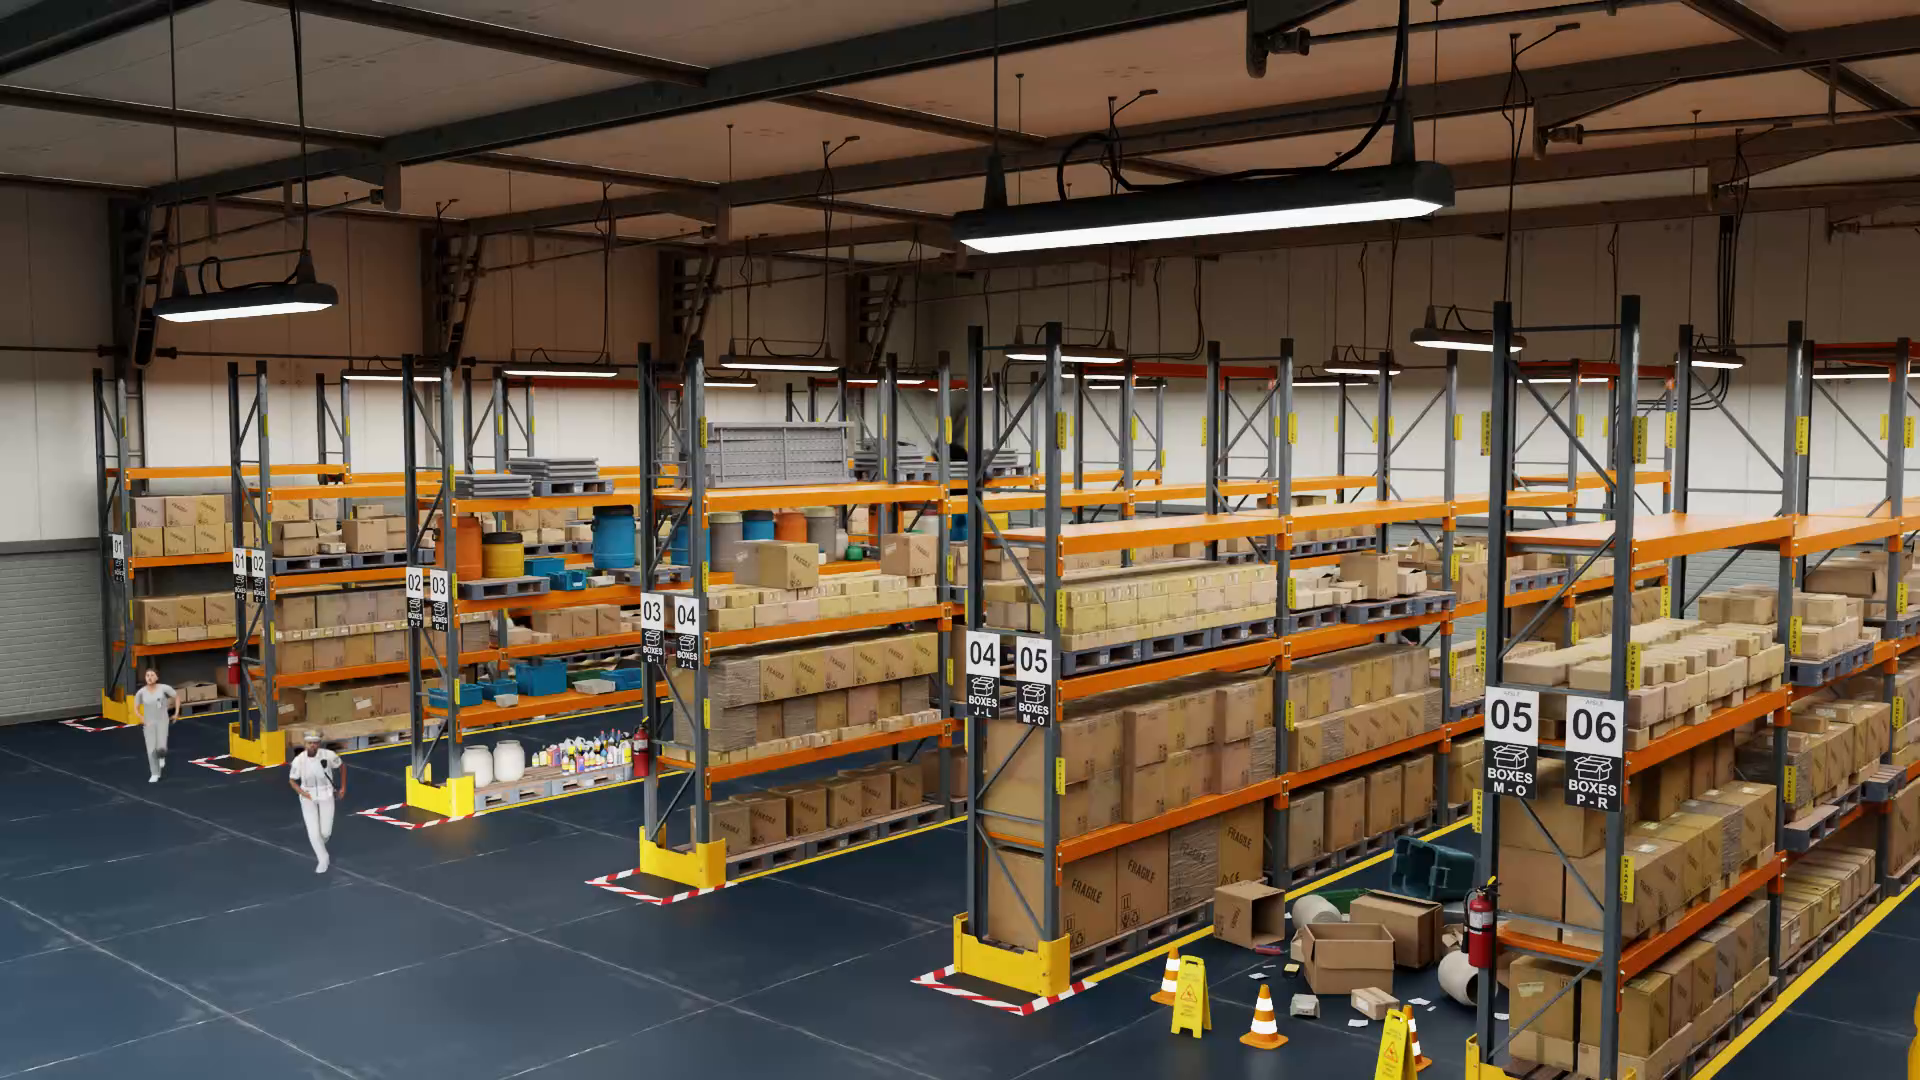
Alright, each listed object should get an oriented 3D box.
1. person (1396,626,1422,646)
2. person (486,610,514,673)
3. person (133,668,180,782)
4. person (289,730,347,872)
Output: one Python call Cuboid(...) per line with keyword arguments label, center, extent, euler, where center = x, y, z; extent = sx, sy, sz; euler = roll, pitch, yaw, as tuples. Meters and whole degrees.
Cuboid(label="person", center=(8.362, 2.052, 30.855), extent=(0.674, 1.709, 0.661), euler=(-3, 5, -34))
Cuboid(label="person", center=(-8.595, 2.017, 30.968), extent=(0.704, 1.734, 0.664), euler=(3, 5, 32))
Cuboid(label="person", center=(-11.419, 2.624, 23.630), extent=(0.597, 1.632, 0.624), euler=(-1, 4, -17))
Cuboid(label="person", center=(-7.339, 2.957, 19.017), extent=(0.602, 1.626, 0.632), euler=(-2, 4, -20))
